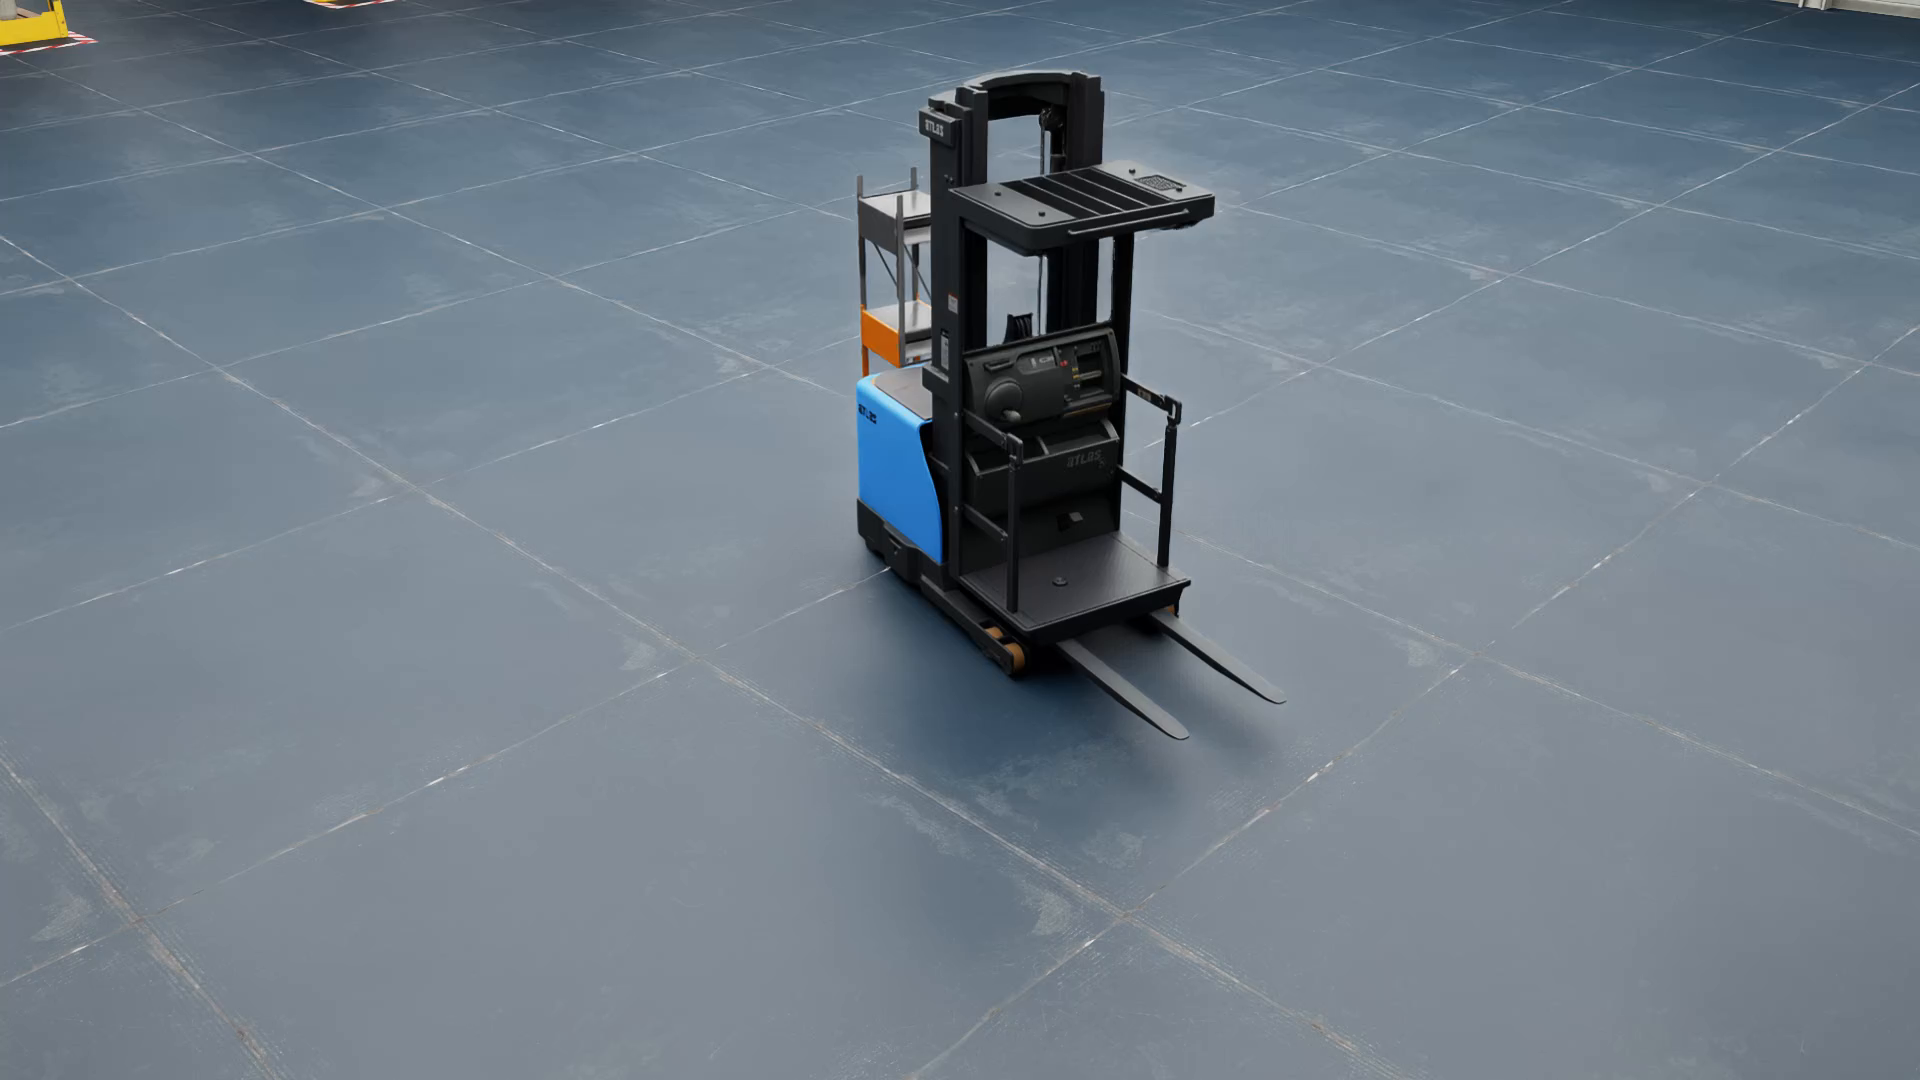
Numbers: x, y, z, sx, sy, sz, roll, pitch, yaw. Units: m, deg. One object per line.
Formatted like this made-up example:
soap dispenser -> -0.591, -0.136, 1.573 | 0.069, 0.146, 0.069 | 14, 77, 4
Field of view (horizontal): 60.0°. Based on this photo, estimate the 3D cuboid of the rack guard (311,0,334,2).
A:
rack guard -> -9.961, -9.066, 26.954 | 0.348, 0.500, 1.175 | 25, 36, 38

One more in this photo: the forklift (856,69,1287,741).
forklift -> 0.562, -0.827, 8.674 | 1.130, 2.935, 3.031 | -16, 32, -27

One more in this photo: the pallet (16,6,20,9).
pallet -> -14.908, -7.943, 25.130 | 1.213, 0.211, 1.003 | 25, 36, 38

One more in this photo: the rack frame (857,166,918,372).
rack frame -> -0.436, -1.276, 10.420 | 0.400, 2.100, 0.015 | -16, 32, -27

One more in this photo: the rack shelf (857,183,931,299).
rack shelf -> -0.311, -1.786, 9.915 | 0.431, 0.518, 0.480 | -16, 32, -27

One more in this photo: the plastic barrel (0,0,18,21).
plastic barrel -> -13.902, -7.778, 24.040 | 0.421, 0.512, 0.421 | 0, 28, 0

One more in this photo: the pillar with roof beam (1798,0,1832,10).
pillar with roof beam -> 10.471, -10.964, 21.432 | 0.400, 9.000, 9.100 | 25, 36, 38

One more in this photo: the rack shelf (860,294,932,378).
rack shelf -> -0.311, -1.166, 10.241 | 0.431, 0.518, 0.480 | -16, 32, -27

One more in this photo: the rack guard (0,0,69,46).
rack guard -> -13.467, -7.406, 23.798 | 0.348, 0.500, 1.175 | 25, 36, 38

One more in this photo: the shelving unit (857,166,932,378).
shelving unit -> -0.311, -1.178, 10.235 | 0.431, 2.100, 0.503 | -16, 32, -27

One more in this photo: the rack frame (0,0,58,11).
rack frame -> -13.379, -8.503, 23.199 | 0.127, 3.000, 1.000 | 25, 36, 38

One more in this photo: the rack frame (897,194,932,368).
rack frame -> -0.186, -1.081, 10.049 | 0.400, 2.100, 0.015 | -16, 32, -27
